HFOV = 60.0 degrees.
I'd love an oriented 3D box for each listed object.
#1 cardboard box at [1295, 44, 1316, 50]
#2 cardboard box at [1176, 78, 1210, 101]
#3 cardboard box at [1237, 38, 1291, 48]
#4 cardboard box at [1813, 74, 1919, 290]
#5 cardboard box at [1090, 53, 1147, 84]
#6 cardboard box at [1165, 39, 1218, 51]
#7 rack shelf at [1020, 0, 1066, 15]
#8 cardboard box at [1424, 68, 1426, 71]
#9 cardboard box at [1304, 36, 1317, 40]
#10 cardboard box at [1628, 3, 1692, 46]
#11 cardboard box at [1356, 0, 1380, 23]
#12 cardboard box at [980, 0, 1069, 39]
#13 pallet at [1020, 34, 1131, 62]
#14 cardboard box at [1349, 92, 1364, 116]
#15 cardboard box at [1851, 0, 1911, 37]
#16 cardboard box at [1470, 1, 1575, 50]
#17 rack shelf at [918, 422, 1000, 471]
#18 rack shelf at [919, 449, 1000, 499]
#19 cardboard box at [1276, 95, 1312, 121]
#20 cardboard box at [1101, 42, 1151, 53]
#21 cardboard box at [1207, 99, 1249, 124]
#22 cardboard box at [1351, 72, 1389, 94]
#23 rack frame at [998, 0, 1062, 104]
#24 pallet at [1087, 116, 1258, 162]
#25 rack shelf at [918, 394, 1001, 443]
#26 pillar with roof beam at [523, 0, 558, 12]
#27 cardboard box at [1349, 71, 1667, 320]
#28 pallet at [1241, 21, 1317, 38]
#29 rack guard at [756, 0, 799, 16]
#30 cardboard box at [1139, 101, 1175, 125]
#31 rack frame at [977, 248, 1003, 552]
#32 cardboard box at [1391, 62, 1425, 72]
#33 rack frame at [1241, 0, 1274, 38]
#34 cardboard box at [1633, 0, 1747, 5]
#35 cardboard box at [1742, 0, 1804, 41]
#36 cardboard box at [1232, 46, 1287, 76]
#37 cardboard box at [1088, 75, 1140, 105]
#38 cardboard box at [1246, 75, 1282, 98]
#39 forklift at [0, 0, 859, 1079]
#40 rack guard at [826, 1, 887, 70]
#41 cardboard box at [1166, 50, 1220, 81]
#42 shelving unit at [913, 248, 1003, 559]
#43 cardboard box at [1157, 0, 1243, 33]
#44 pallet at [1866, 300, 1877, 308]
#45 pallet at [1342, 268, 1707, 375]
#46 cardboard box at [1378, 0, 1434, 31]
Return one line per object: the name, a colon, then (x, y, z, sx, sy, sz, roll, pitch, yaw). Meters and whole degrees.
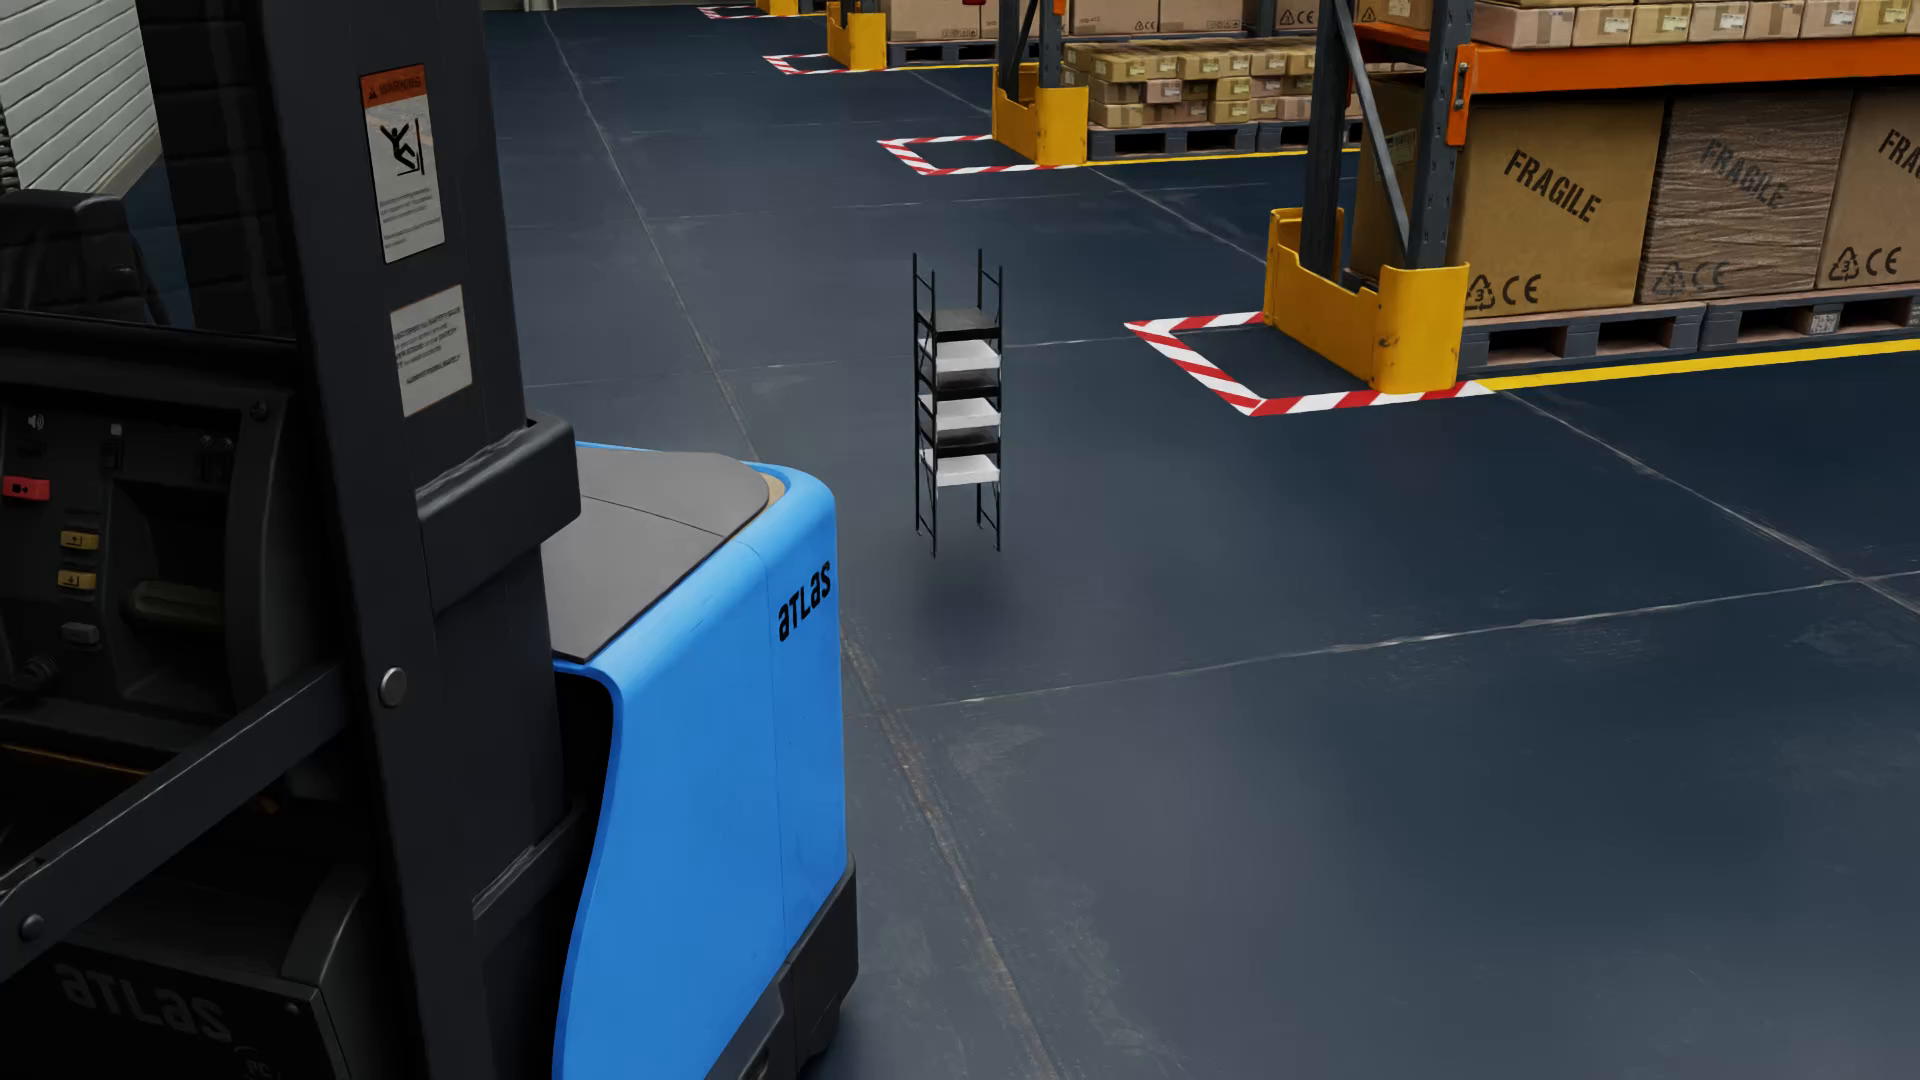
cardboard box: (2.541, -3.379, 11.649, 0.250, 0.149, 0.380, -6, 24, -14)
cardboard box: (1.531, -3.130, 11.446, 0.250, 0.149, 0.380, -6, 24, -14)
cardboard box: (2.174, -3.514, 11.963, 0.250, 0.149, 0.380, -7, 24, -16)
cardboard box: (4.037, -1.698, 7.565, 0.875, 0.875, 0.875, -6, 24, -14)
cardboard box: (1.063, -3.168, 11.157, 0.250, 0.149, 0.380, -7, 24, -17)
cardboard box: (1.647, -3.478, 11.880, 0.250, 0.149, 0.380, -7, 24, -16)
rack shelf: (2.392, -3.967, 11.604, 4.000, 0.370, 1.077, -6, 24, -14)
cardboard box: (3.322, -3.318, 11.884, 0.250, 0.149, 0.380, -6, 24, -14)
cardboard box: (2.667, -3.564, 12.080, 0.250, 0.149, 0.380, -7, 24, -17)
cardboard box: (2.633, -2.043, 6.527, 0.250, 0.149, 0.380, -7, 24, -16)
cardboard box: (4.326, -5.792, 17.105, 0.875, 0.875, 0.875, -6, 24, -13)
cardboard box: (0.519, -5.178, 16.230, 0.875, 0.438, 0.875, -6, 24, -13)
pallet: (0.953, -4.915, 16.438, 1.213, 0.211, 1.003, -6, 24, -14)
cardboard box: (2.766, -3.110, 11.777, 0.250, 0.149, 0.380, -6, 24, -13)
cardboard box: (3.620, -2.152, 6.781, 0.250, 0.149, 0.380, -7, 24, -16)
cardboard box: (2.140, -1.988, 6.398, 0.250, 0.149, 0.380, -6, 24, -14)
rack shelf: (-0.008, -0.299, 5.119, 0.200, 0.077, 0.258, -6, 24, -14)
rack shelf: (-0.008, -0.217, 5.155, 0.200, 0.077, 0.258, -6, 24, -14)
cardboard box: (2.284, -3.032, 11.596, 0.250, 0.149, 0.380, -8, 24, -17)
cardboard box: (1.165, -3.399, 11.695, 0.250, 0.149, 0.380, -6, 24, -13)
cardboard box: (1.800, -2.976, 11.464, 0.250, 0.149, 0.380, -6, 24, -14)
cardboard box: (2.818, -3.262, 11.755, 0.250, 0.149, 0.380, -7, 24, -17)
rack frame: (0.466, -4.085, 10.966, 0.127, 3.000, 1.000, -6, 24, -14)
pallet: (1.331, -2.885, 11.705, 1.213, 0.211, 1.003, -6, 24, -14)
rack shelf: (-0.008, -0.382, 5.084, 0.200, 0.077, 0.258, -6, 24, -14)
pillar with roof beam: (-3.989, -9.015, 14.848, 0.400, 9.000, 9.100, -6, 24, -14)
cardboard box: (2.304, -1.506, 7.118, 0.875, 0.875, 0.875, -6, 24, -14)
pallet: (3.606, -5.209, 17.122, 1.213, 0.211, 1.003, -6, 24, -14)
rack guard: (-2.239, -6.697, 20.223, 0.348, 0.500, 1.175, -6, 24, -14)
cardboard box: (1.287, -2.961, 11.429, 0.250, 0.149, 0.380, -6, 24, -15)
rack frame: (0.090, -0.424, 5.096, 0.006, 0.900, 0.240, -6, 24, -14)
cardboard box: (3.066, -3.397, 11.691, 0.250, 0.149, 0.380, -8, 24, -17)
rack frame: (2.883, -6.379, 16.314, 0.127, 3.000, 1.000, -6, 24, -14)
cardboard box: (2.743, -2.265, 6.538, 0.500, 0.250, 0.500, -7, 24, -15)
cardboard box: (3.129, -2.098, 6.654, 0.250, 0.149, 0.380, -7, 24, -15)
cardboard box: (2.059, -3.305, 11.477, 0.250, 0.149, 0.380, -5, 24, -12)
cardboard box: (1.040, -3.063, 11.289, 0.250, 0.149, 0.380, -5, 24, -12)
cardboard box: (2.037, -3.181, 11.564, 0.250, 0.149, 0.380, -7, 24, -17)
forklift: (-1.138, 0.012, 1.504, 1.130, 2.935, 3.031, 7, 24, 17)
rack guard: (-0.991, -4.802, 15.807, 0.348, 0.500, 1.175, -6, 24, -14)
cardboard box: (1.573, -3.221, 11.281, 0.250, 0.149, 0.380, -6, 24, -15)
shelving unit: (-0.008, -0.413, 5.071, 0.210, 0.900, 0.258, -6, 24, -14)
cardboard box: (2.250, -5.369, 16.675, 0.875, 0.438, 0.875, -7, 24, -15)
pallet: (4.807, -1.284, 7.975, 1.213, 0.211, 1.003, -6, 24, -14)
pallet: (2.458, -1.024, 7.370, 1.213, 0.211, 1.003, -6, 24, -14)
cardboard box: (1.963, -2.238, 6.981, 0.250, 0.149, 0.380, -6, 24, -13)
